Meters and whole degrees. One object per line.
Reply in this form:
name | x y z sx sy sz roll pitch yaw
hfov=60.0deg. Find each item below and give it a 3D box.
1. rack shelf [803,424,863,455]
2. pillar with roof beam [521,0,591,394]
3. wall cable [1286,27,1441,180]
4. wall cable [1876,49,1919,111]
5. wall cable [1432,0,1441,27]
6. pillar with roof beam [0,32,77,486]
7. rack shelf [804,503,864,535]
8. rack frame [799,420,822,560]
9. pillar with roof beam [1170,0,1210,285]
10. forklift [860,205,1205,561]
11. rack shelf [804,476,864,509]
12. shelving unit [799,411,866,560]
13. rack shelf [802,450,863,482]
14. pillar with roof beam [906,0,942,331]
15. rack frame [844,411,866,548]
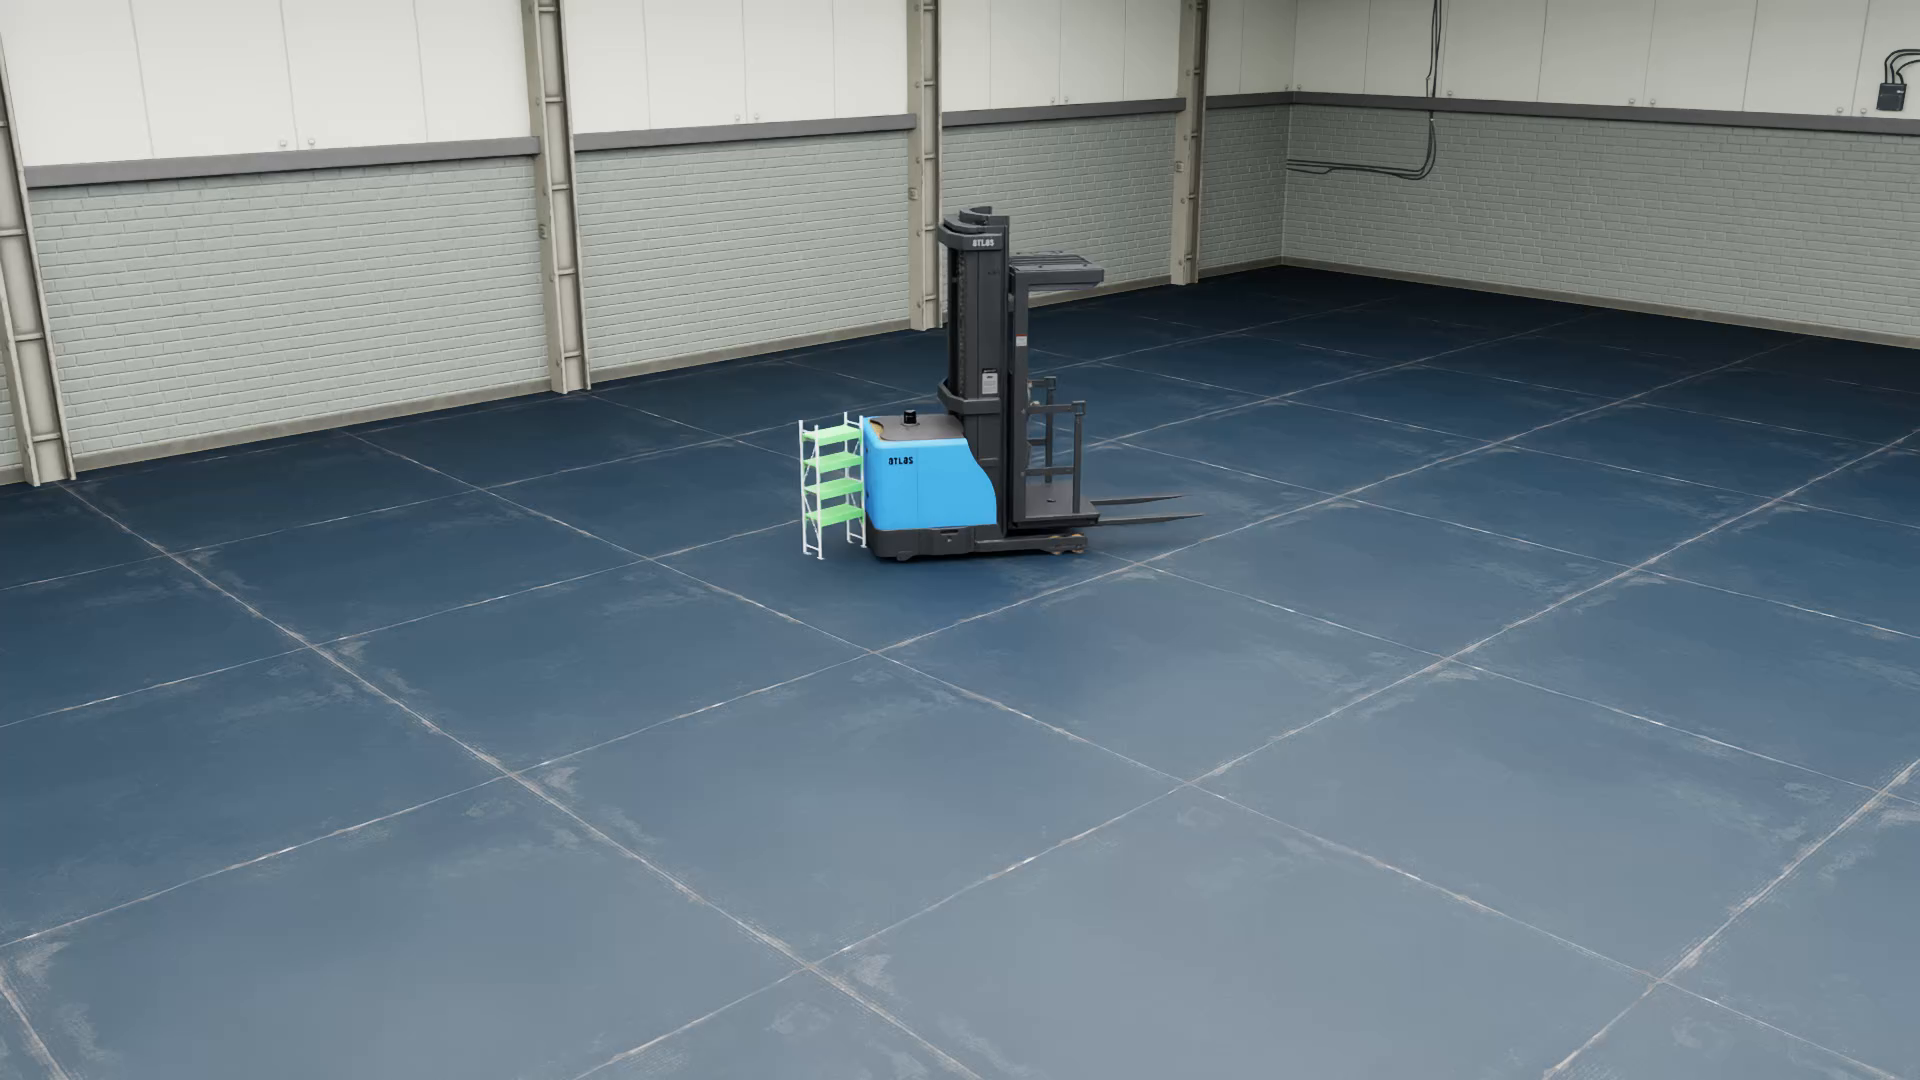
rack shelf | -1.109 -0.874 14.382 0.480 0.148 0.258 -16 24 -40
pillar with roof beam | -1.908 -5.200 16.432 0.400 9.000 9.100 -16 24 -41
wall cable | 6.902 -7.558 28.740 0.112 2.526 3.097 -16 24 -41
wall cable | 13.413 -8.522 21.165 0.169 6.003 2.305 -16 24 -41
wall cable | 8.761 -9.354 26.091 0.112 2.526 3.097 -16 24 -41
pillar with roof beam | -6.268 -3.928 12.510 0.400 9.000 9.100 -16 24 -41
rack shelf | -1.107 -0.189 14.604 0.480 0.148 0.258 -16 24 -40
rack frame | -1.289 -0.427 14.355 0.015 1.200 0.240 -16 24 -40
pillar with roof beam | 6.811 -7.743 24.274 0.400 9.000 9.100 -16 24 -41
forklift | 0.661 -1.422 14.618 3.031 2.935 1.130 -4 18 -11
rack shelf | -1.108 -0.417 14.530 0.480 0.148 0.258 -16 24 -40
shelving unit | -1.108 -0.478 14.511 0.503 1.200 0.258 -16 24 -40
rack shelf | -1.109 -0.645 14.456 0.480 0.148 0.258 -16 24 -40
pillar with roof beam | 2.451 -6.471 20.353 0.400 9.000 9.100 -16 24 -41
rack frame | -0.927 -0.529 14.666 0.015 1.200 0.240 -16 24 -40
